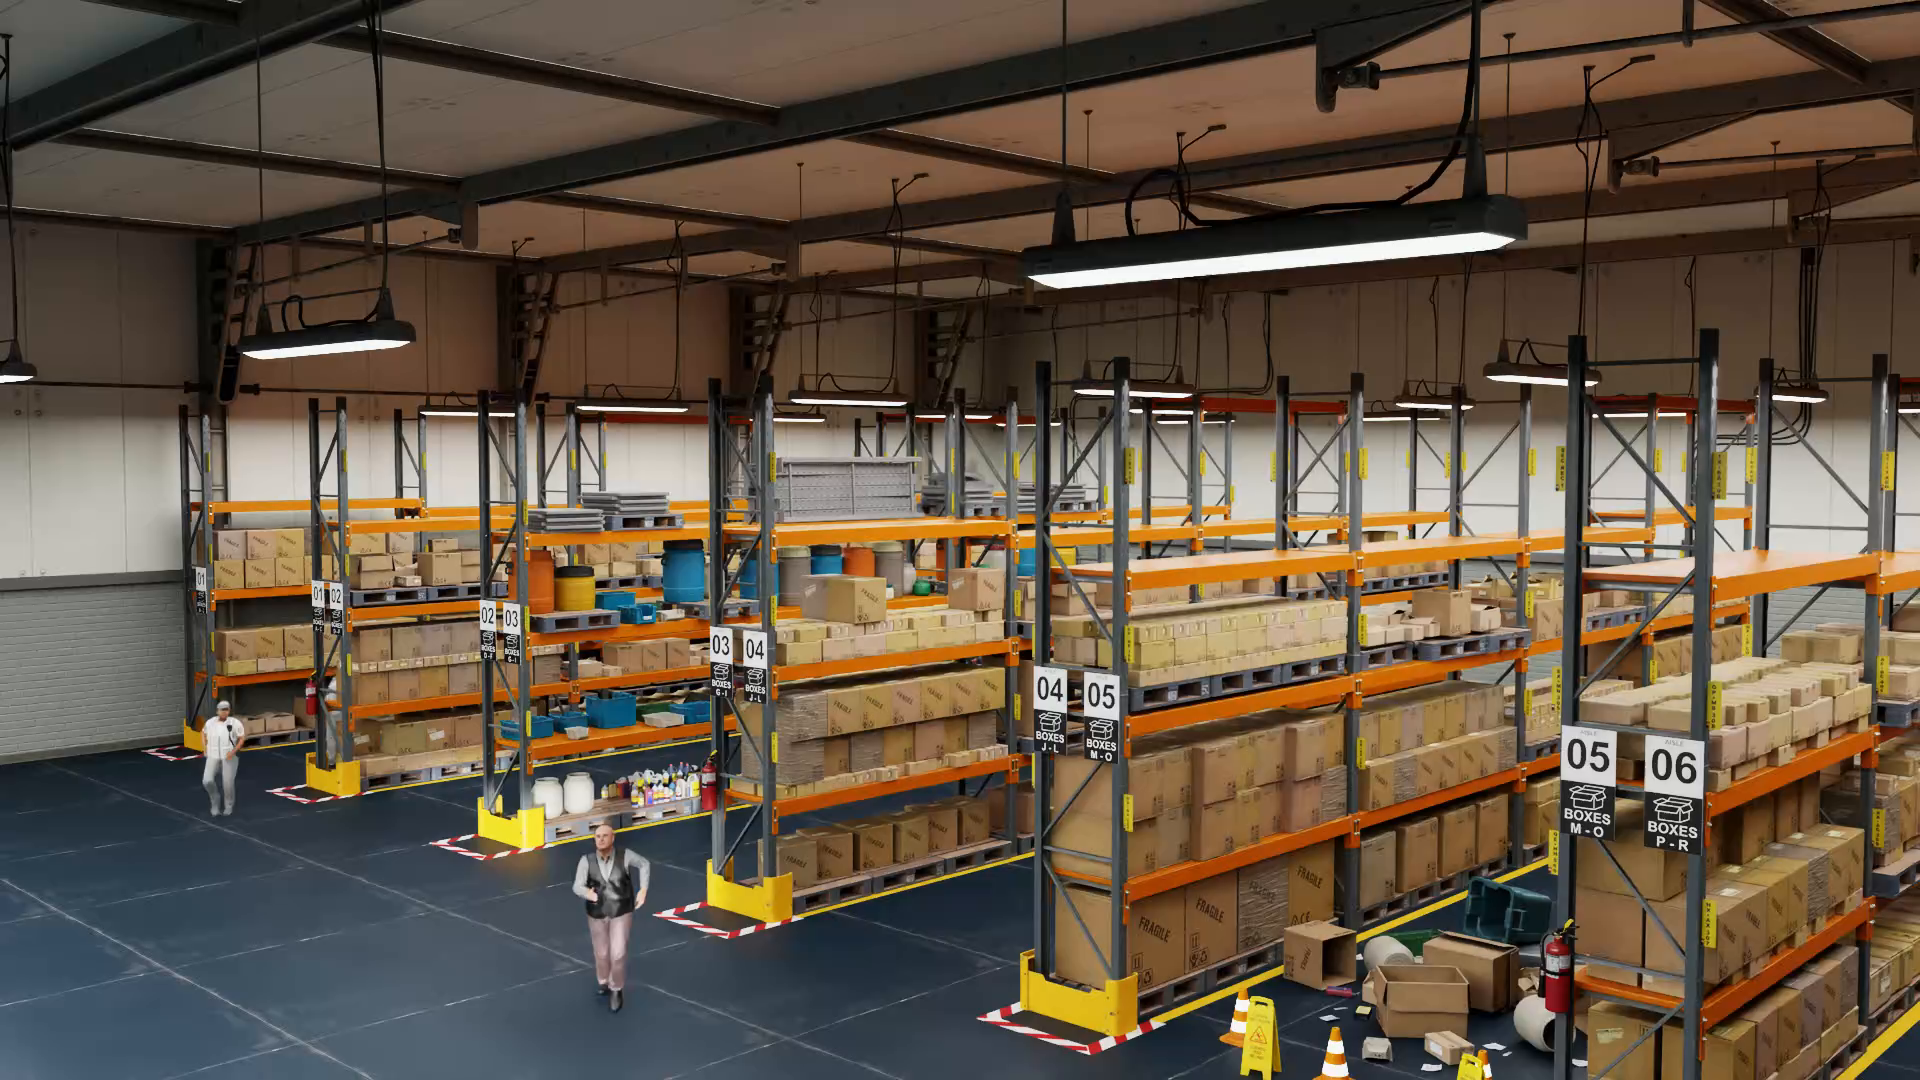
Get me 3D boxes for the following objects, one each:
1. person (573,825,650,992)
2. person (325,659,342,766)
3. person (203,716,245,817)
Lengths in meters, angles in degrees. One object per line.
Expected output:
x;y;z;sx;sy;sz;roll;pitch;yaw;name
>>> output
-3.237;3.424;15.415;0.661;1.591;0.861;0;3;-2;person
-10.208;2.849;27.458;0.676;1.780;0.895;2;4;35;person
-10.470;3.204;23.601;0.591;1.431;0.591;-1;3;-11;person
